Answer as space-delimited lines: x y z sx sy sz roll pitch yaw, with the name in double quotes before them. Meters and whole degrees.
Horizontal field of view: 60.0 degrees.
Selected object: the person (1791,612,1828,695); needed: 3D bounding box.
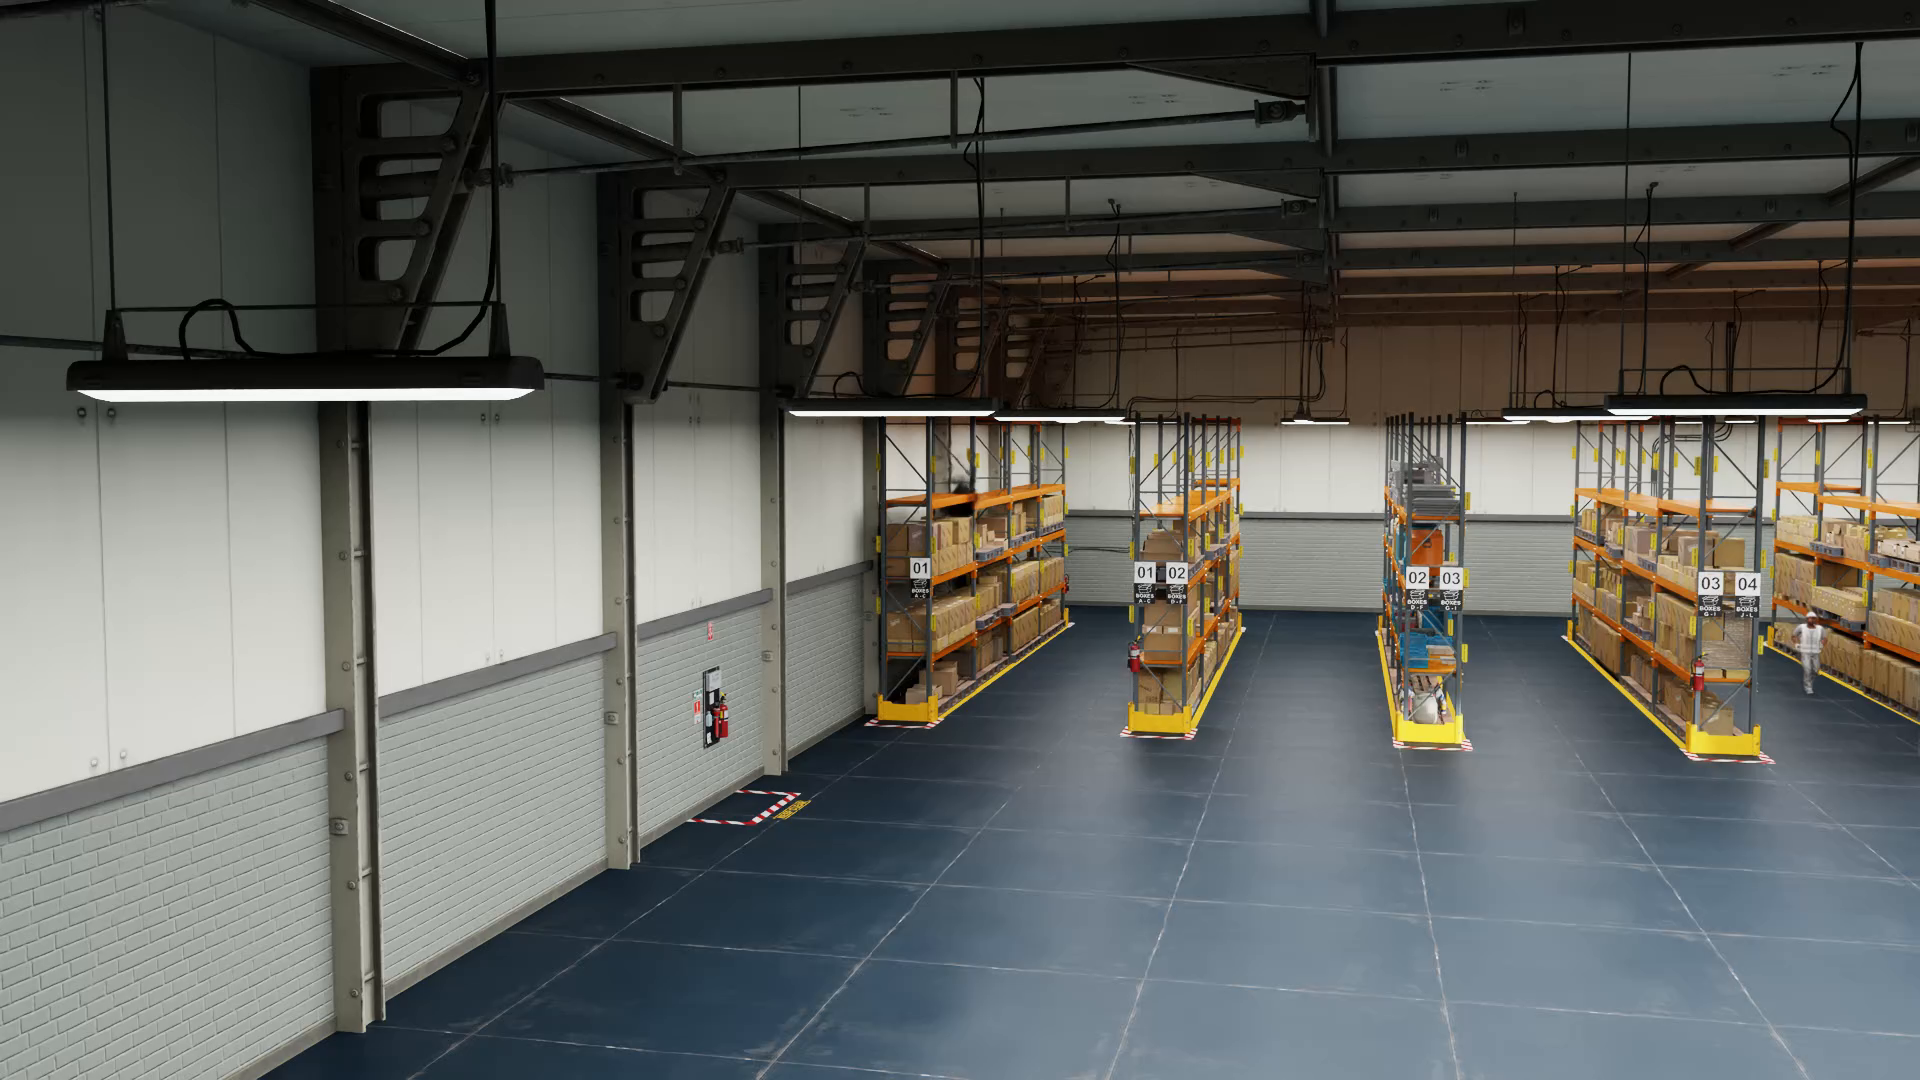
"person" 18.284 2.424 35.781 0.712 1.762 0.752 1 4 14
